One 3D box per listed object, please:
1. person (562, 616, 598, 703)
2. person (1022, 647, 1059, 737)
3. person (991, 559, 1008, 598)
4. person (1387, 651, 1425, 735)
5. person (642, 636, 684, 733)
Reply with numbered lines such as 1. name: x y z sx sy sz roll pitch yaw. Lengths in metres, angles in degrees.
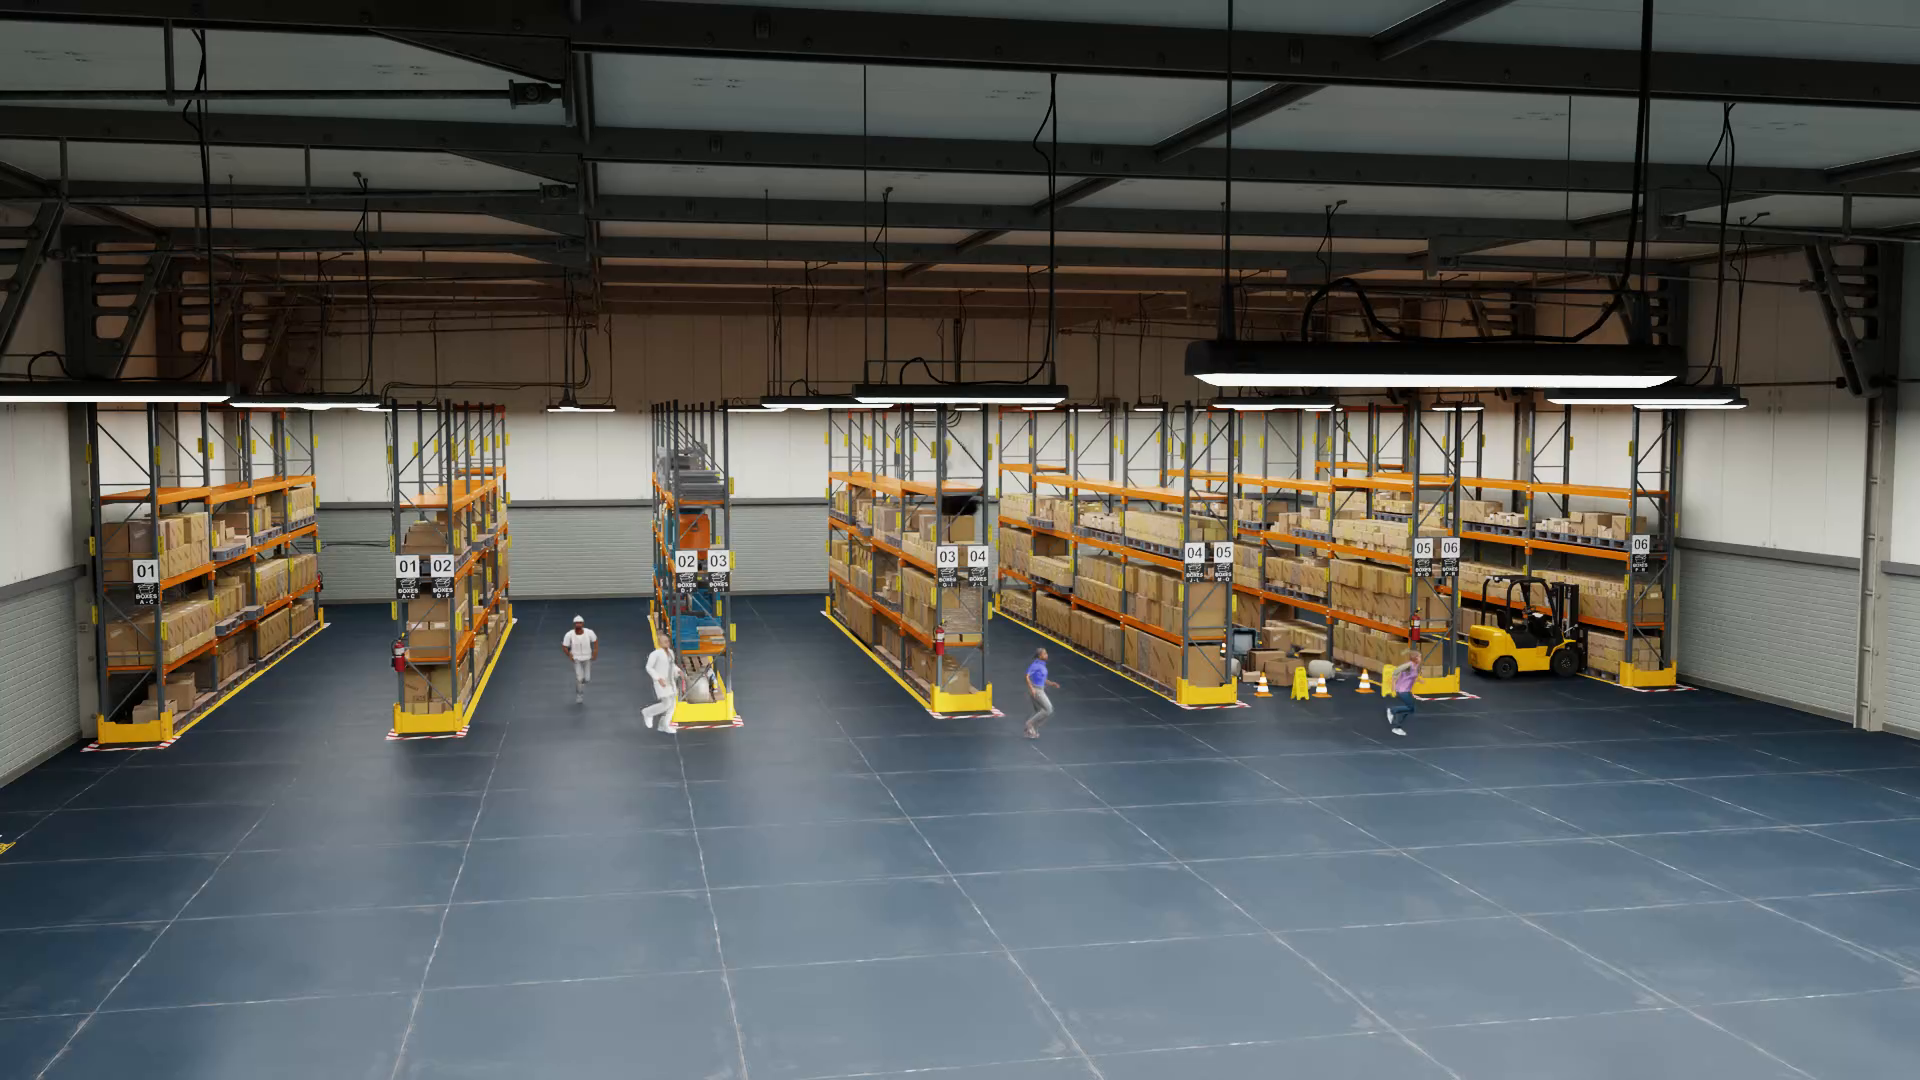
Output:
1. person: -7.562 2.370 33.143 0.713 1.730 0.661 -1 5 -19
2. person: 1.431 2.697 29.372 0.652 1.605 0.557 1 4 12
3. person: 1.180 1.145 49.522 0.485 1.718 0.711 -1 4 -14
4. person: 7.997 2.739 29.788 0.664 1.515 0.527 3 5 32
5. person: -5.359 2.596 30.048 0.686 1.750 0.705 2 5 27
